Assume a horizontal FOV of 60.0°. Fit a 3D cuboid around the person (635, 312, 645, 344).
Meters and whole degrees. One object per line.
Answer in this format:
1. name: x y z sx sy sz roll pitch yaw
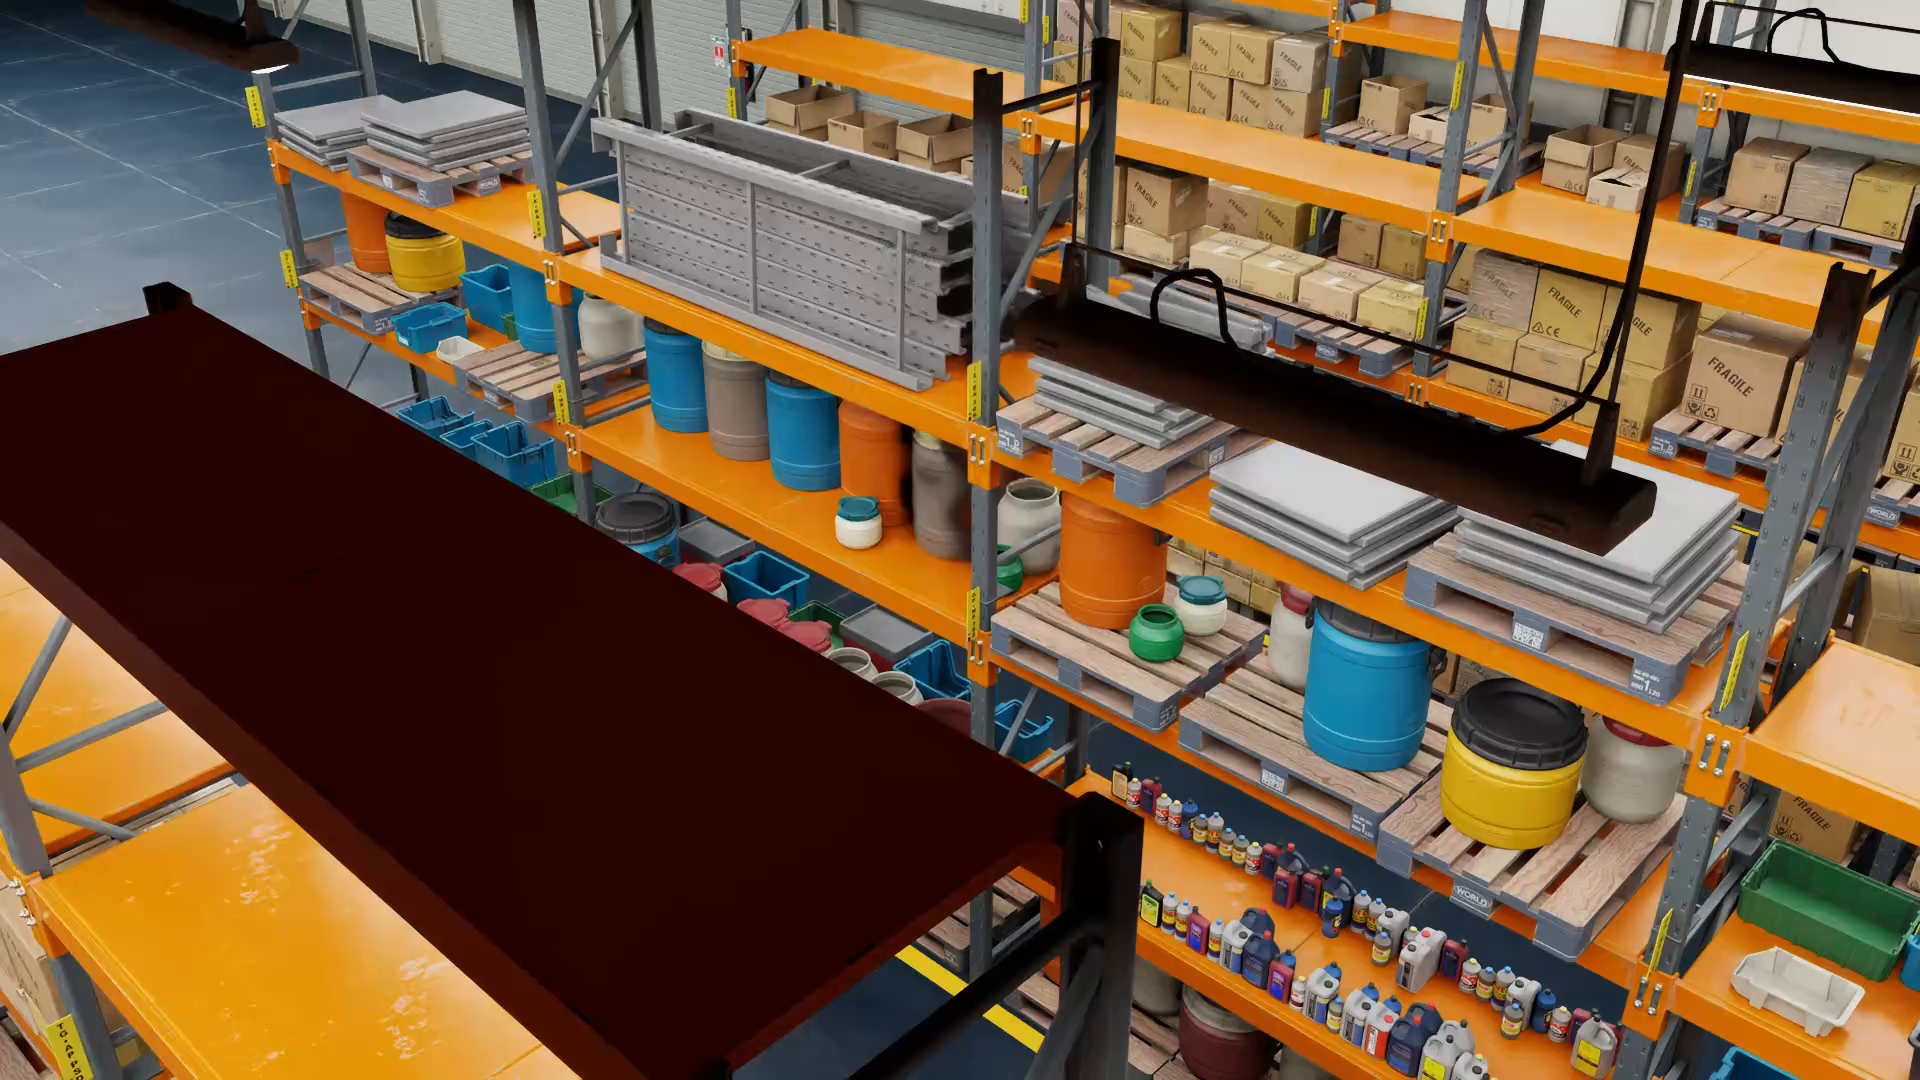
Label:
1. person: -3.693 -2.667 19.350 0.552 1.596 0.568 -12 32 -21
